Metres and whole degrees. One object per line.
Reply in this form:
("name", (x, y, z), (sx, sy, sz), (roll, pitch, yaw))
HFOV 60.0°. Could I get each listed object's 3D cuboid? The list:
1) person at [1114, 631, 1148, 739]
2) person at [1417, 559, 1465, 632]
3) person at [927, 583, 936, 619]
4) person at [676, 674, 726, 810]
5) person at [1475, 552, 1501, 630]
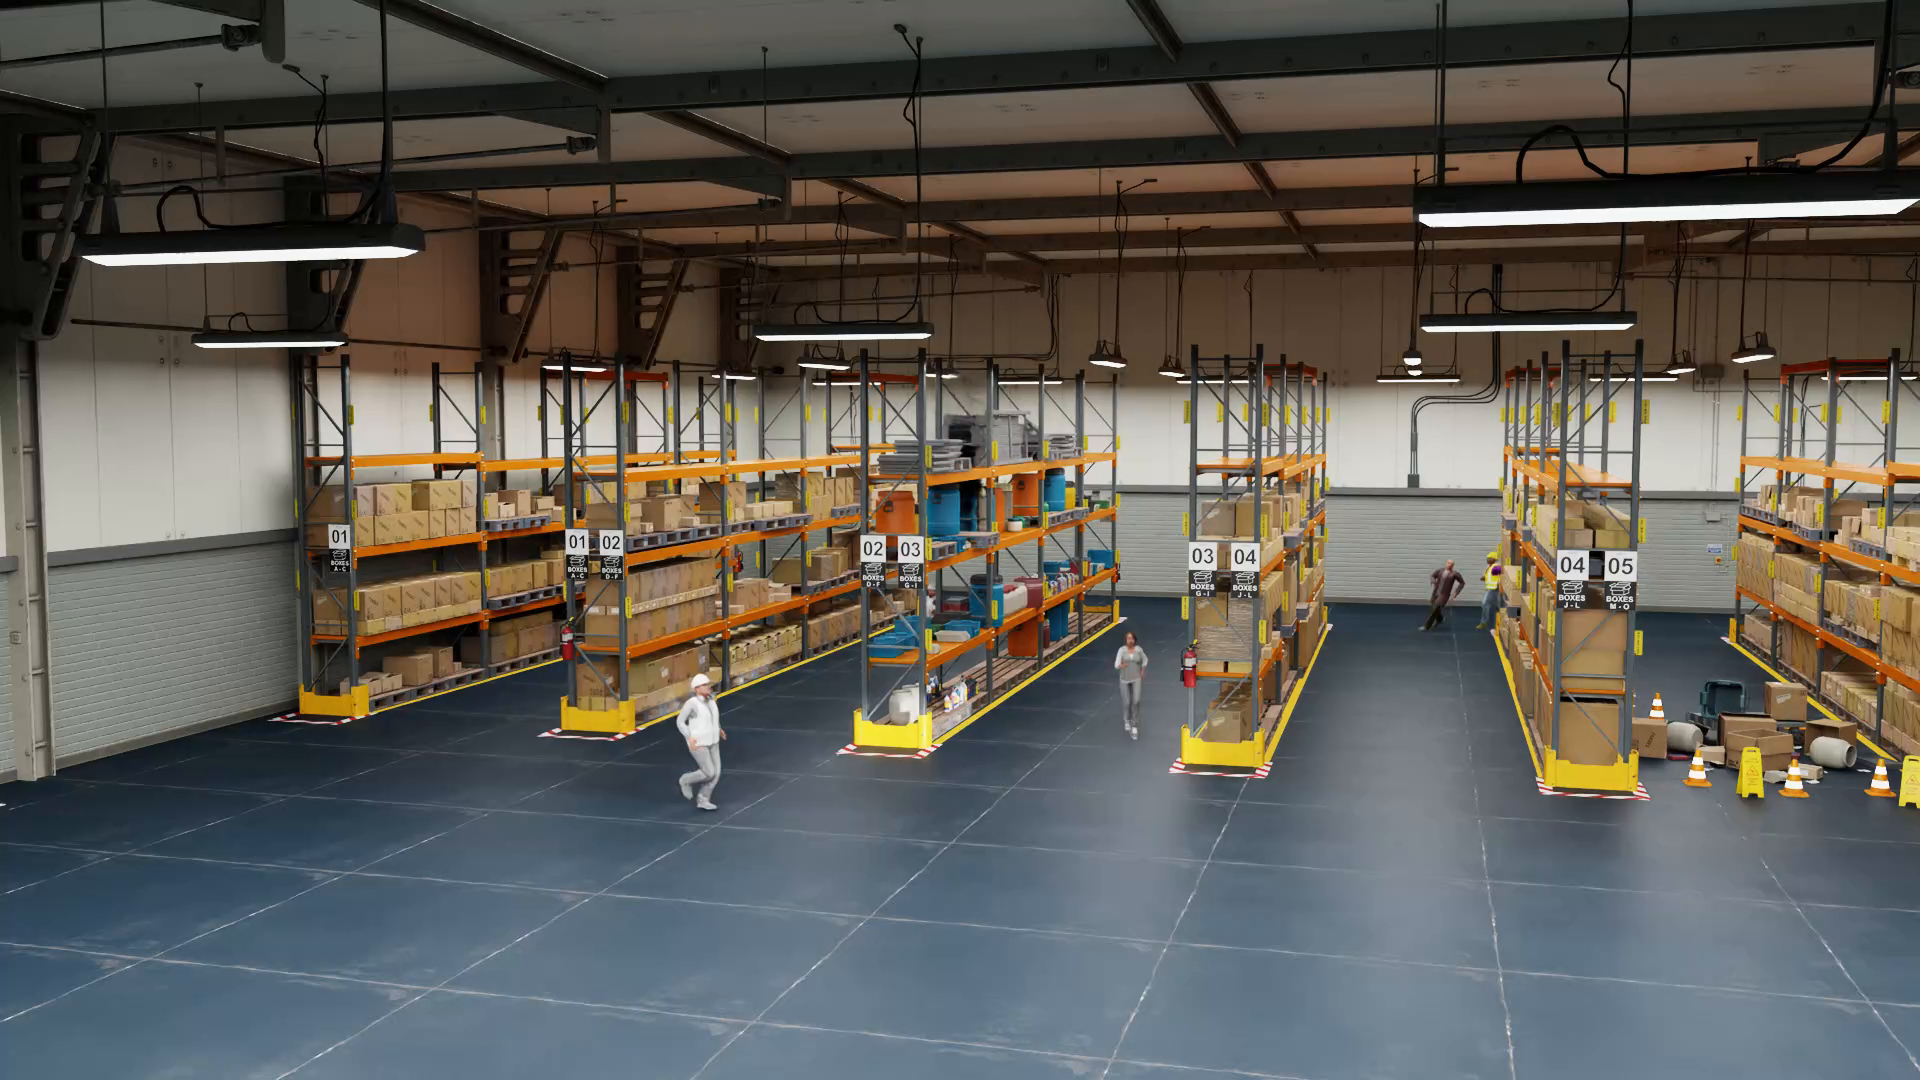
("person", (2.644, 2.231, 25.725), (0.514, 1.639, 0.666), (0, 4, 6))
("person", (11.034, 1.264, 38.480), (0.979, 1.685, 0.875), (-1, 4, -16))
("person", (-0.513, 1.715, 32.869), (0.546, 1.761, 0.757), (1, 5, 18))
("person", (-3.269, 2.565, 21.131), (0.581, 1.726, 0.662), (3, 5, 34))
("person", (12.490, 1.186, 38.933), (0.893, 1.806, 0.762), (0, 4, 2))
